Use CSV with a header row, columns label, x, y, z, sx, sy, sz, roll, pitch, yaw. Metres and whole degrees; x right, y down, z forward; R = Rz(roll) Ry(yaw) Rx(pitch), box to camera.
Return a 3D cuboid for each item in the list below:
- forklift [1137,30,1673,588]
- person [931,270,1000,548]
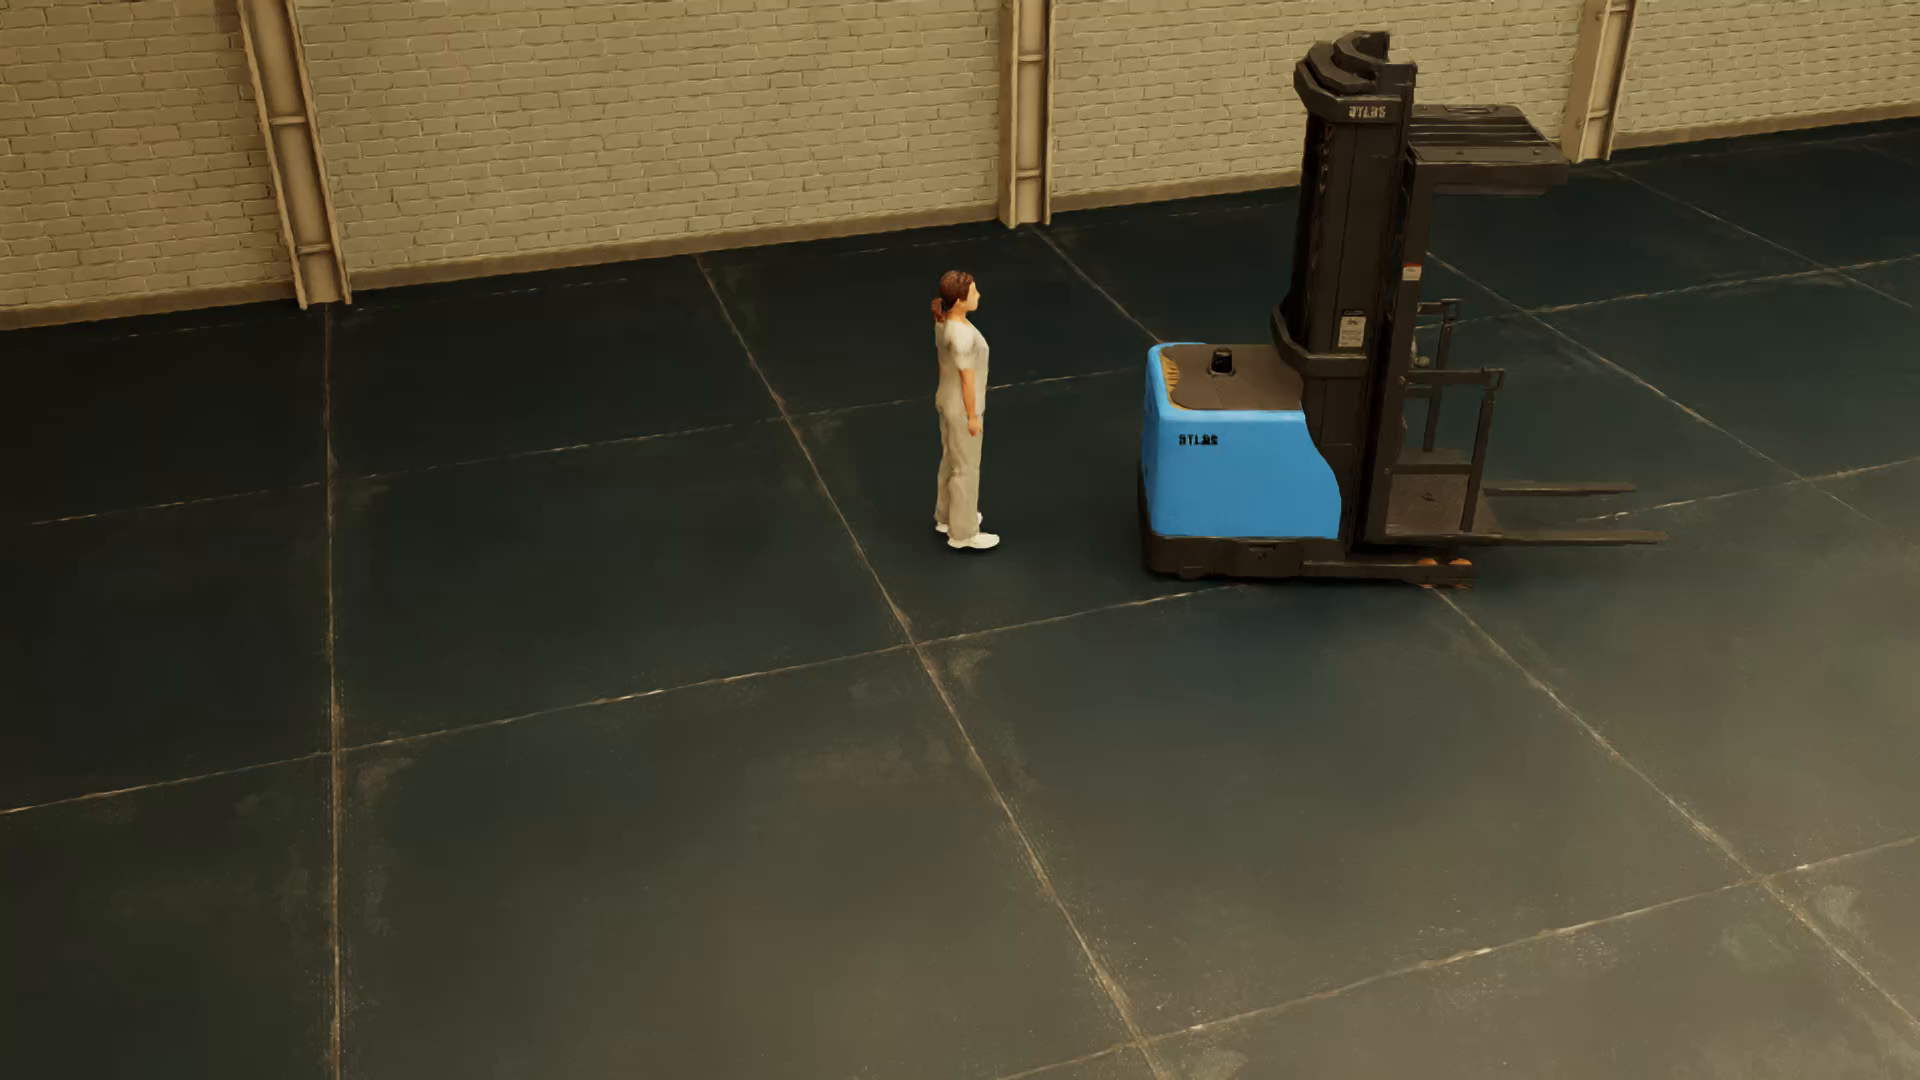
label,x,y,z,sx,sy,sz,roll,pitch,yaw
forklift,2.606,-1.263,9.282,3.031,2.935,1.130,1,30,1
person,0.008,-0.761,9.592,0.365,1.672,0.432,-10,31,-16
